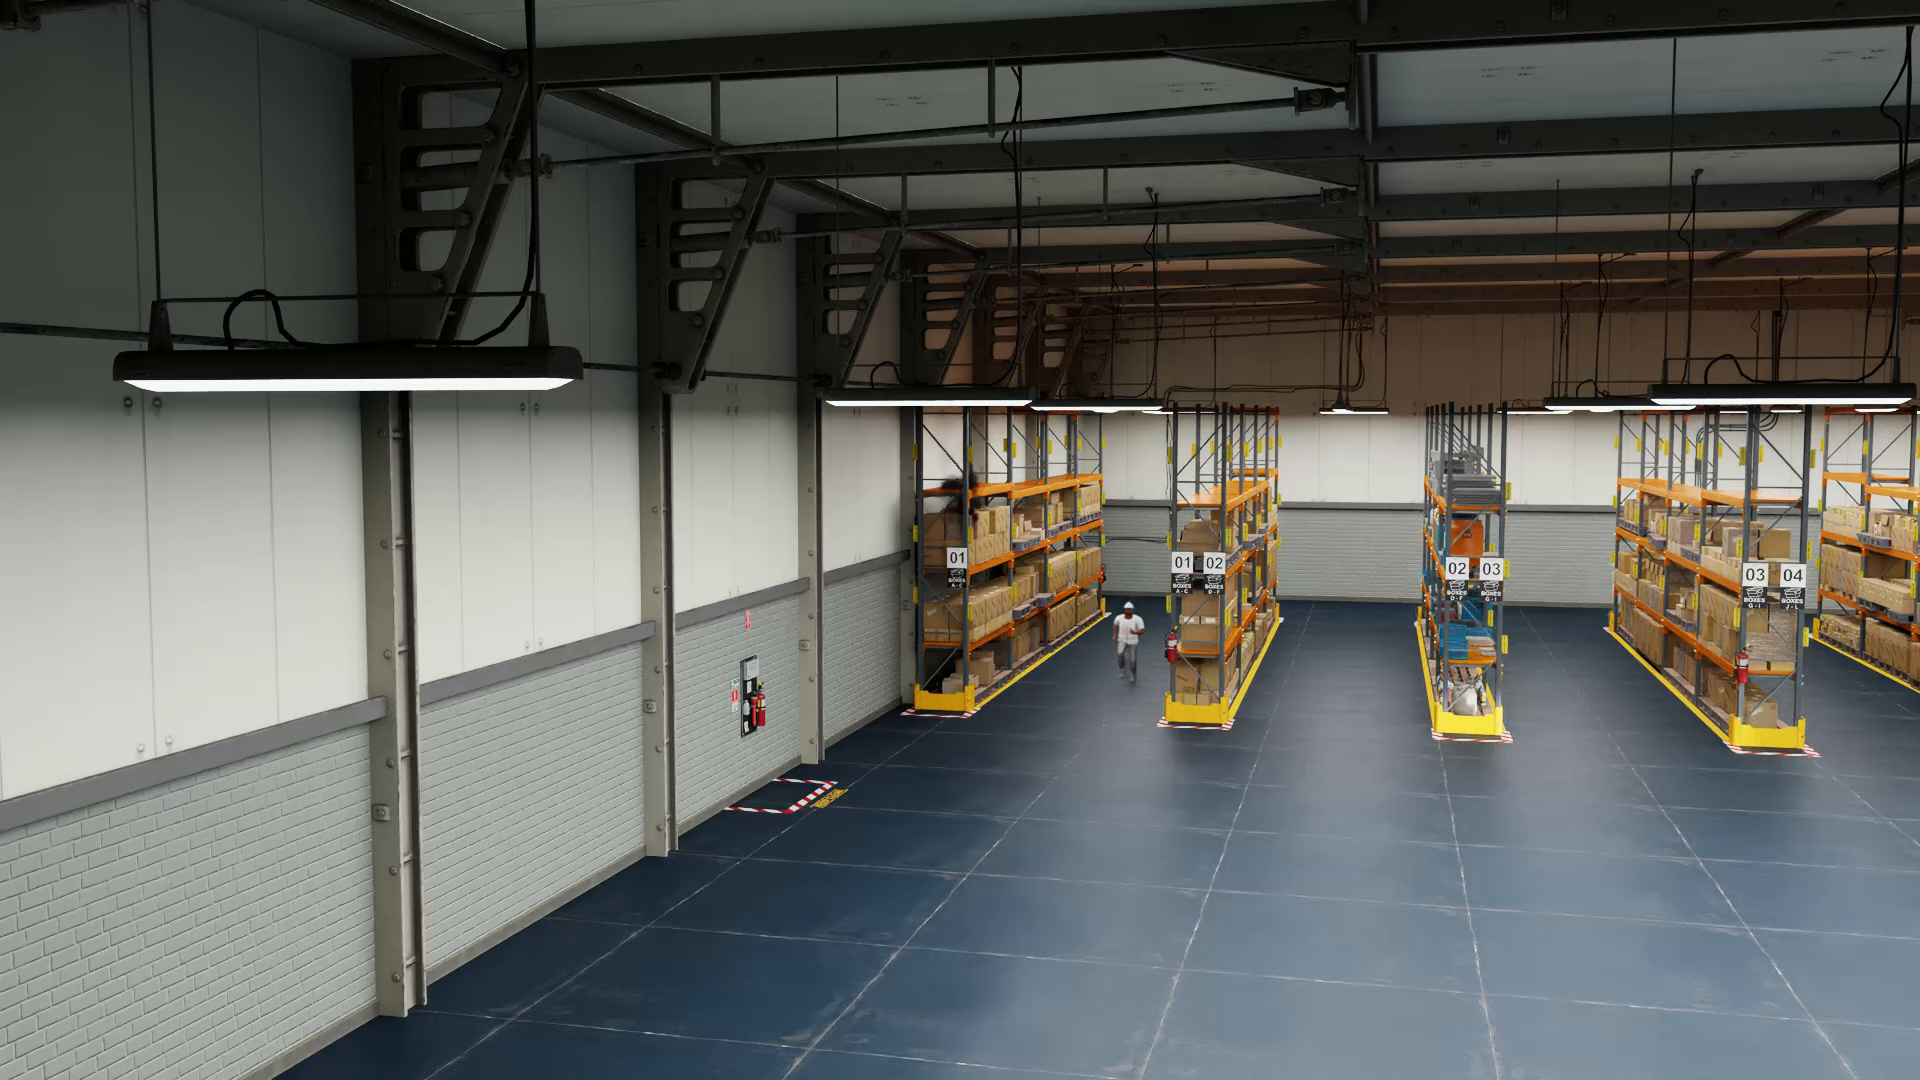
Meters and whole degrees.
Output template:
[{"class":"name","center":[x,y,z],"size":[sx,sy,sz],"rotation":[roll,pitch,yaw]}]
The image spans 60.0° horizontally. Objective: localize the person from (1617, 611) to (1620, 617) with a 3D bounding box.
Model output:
[{"class":"person","center":[18.480,1.491,45.530],"size":[0.830,1.775,0.664],"rotation":[4,5,40]}]

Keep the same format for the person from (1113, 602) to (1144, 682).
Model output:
[{"class":"person","center":[3.570,2.182,35.303],"size":[0.686,1.739,0.885],"rotation":[1,4,12]}]
